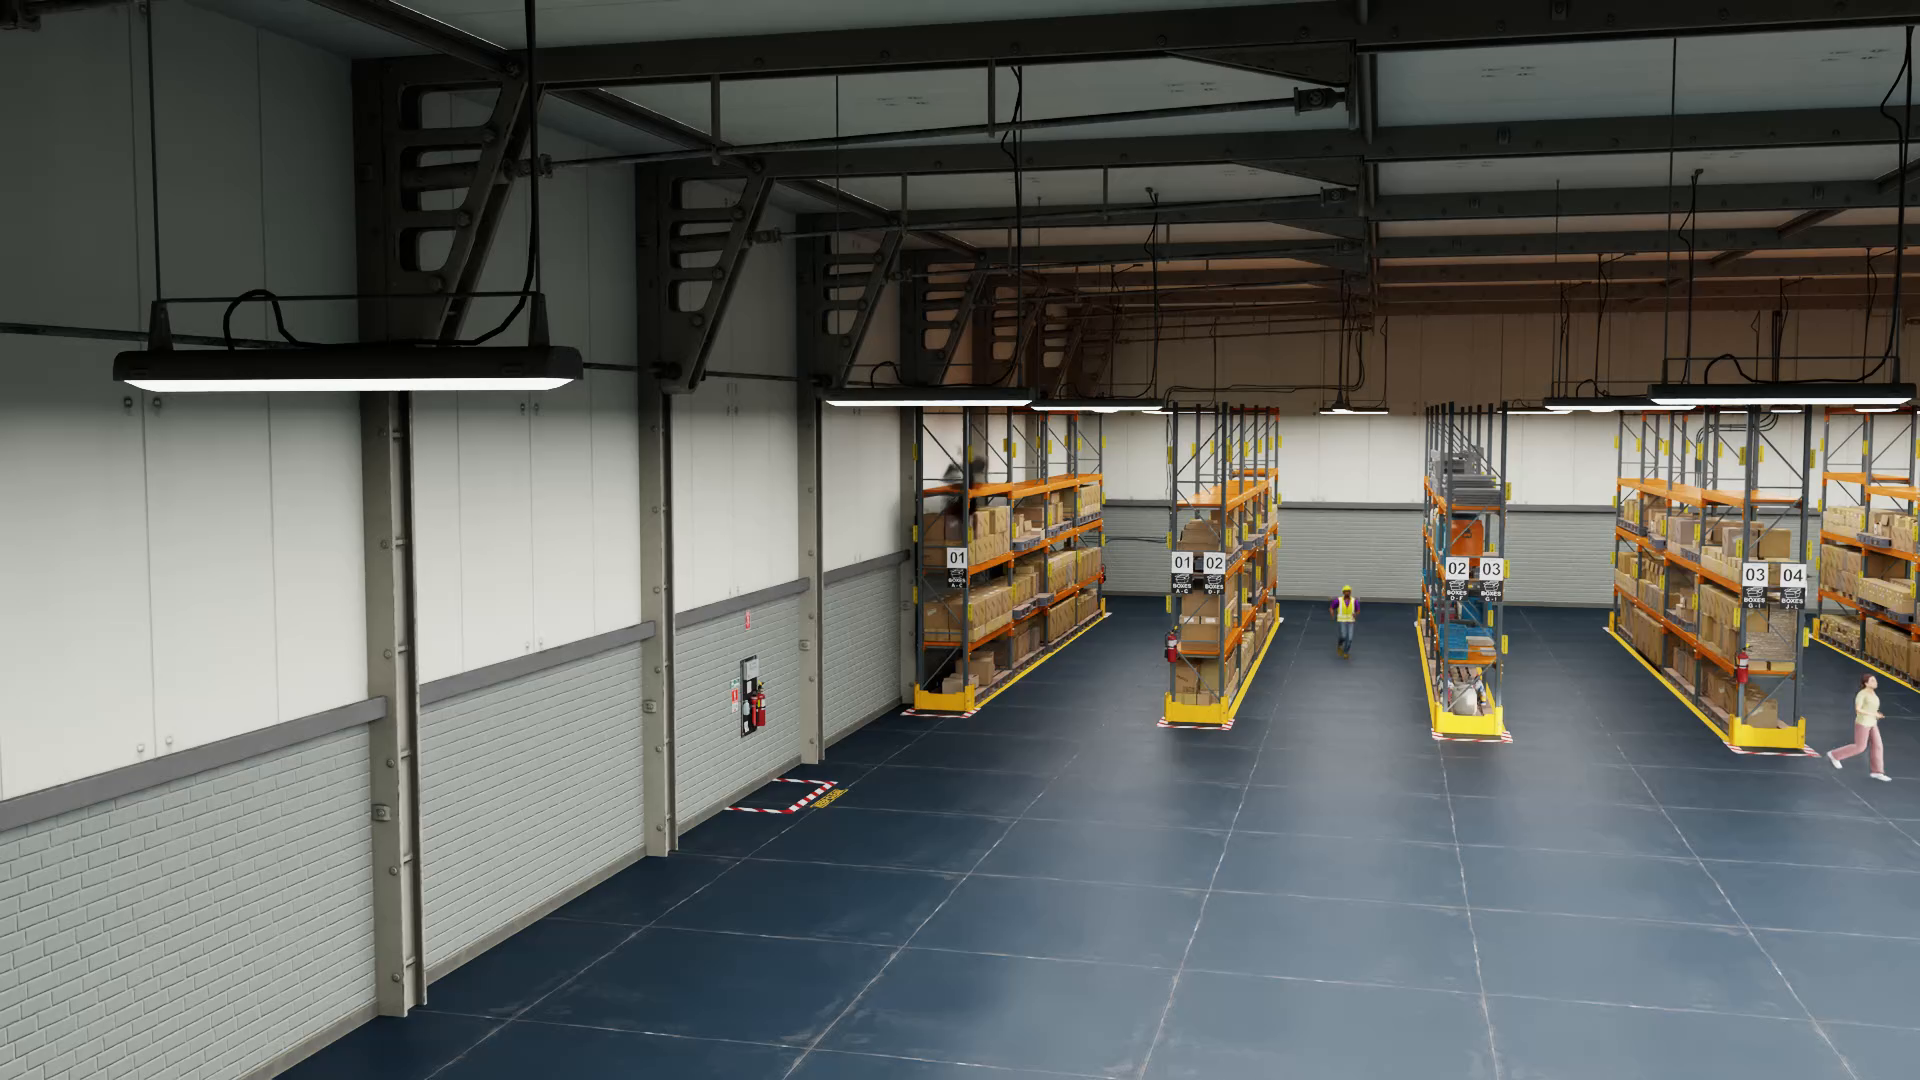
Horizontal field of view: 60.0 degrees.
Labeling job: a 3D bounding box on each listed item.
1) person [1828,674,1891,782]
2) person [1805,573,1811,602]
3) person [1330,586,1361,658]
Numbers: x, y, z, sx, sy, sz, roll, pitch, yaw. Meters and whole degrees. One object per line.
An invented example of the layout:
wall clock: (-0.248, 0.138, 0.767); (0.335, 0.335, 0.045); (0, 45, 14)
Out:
person: (14.351, 2.950, 26.439); (0.586, 1.663, 0.919); (-3, 5, -38)
person: (22.437, 1.623, 44.529); (0.571, 1.605, 0.694); (2, 5, 23)
person: (9.143, 1.945, 39.359); (0.692, 1.720, 0.605); (0, 4, 1)
